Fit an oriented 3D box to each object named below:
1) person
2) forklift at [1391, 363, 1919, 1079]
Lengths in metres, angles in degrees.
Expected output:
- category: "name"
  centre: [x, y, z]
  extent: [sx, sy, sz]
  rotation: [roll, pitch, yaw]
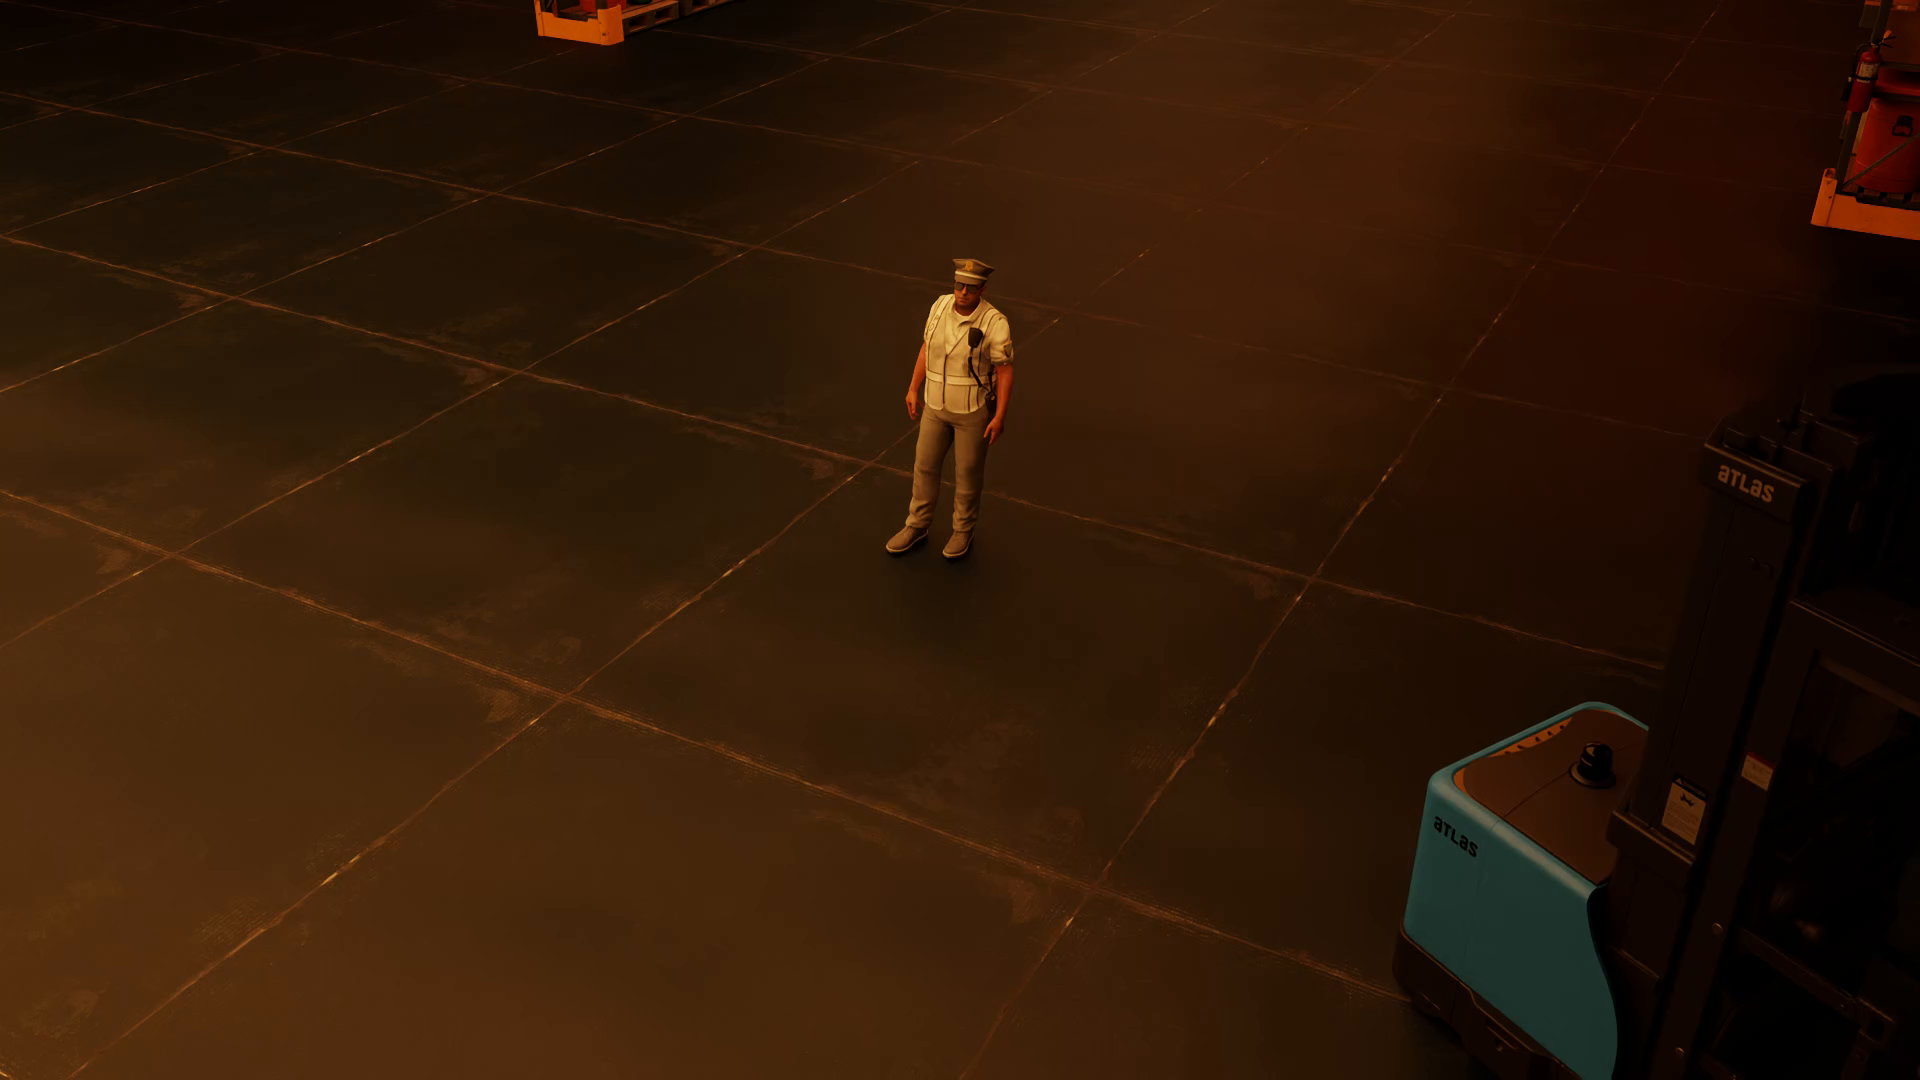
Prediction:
- category: "person"
  centre: [-0.048, -0.747, 9.499]
  extent: [0.641, 1.780, 0.574]
  rotation: [15, 33, 25]
- category: "forklift"
  centre: [2.979, 1.044, 5.261]
  extent: [1.130, 2.935, 3.031]
  rotation: [-18, 34, -28]
